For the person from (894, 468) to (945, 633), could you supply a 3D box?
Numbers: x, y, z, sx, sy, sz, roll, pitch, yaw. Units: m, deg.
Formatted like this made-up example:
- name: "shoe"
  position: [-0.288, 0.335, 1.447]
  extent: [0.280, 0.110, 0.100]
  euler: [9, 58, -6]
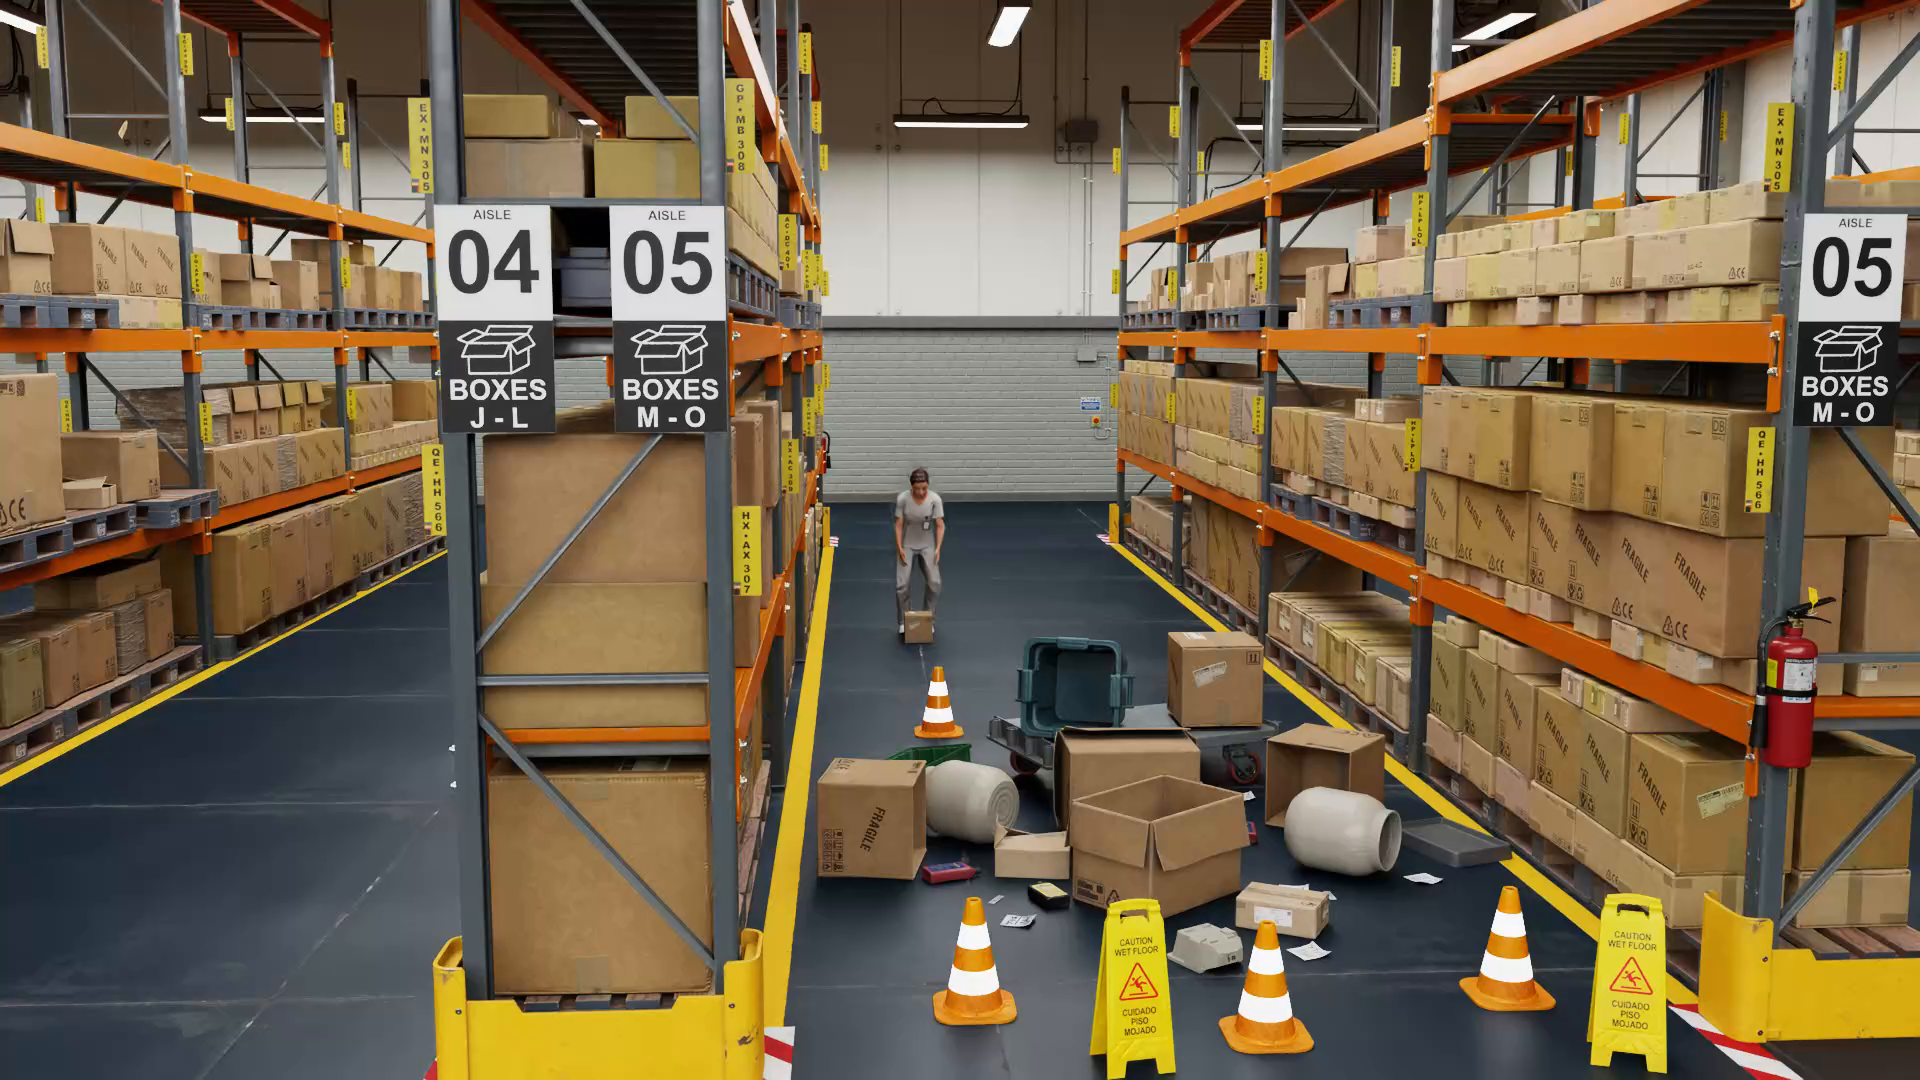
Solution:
- name: "person"
  position: [-0.377, 0.096, 15.503]
  extent: [0.478, 1.556, 0.486]
  euler: [0, 7, -2]
